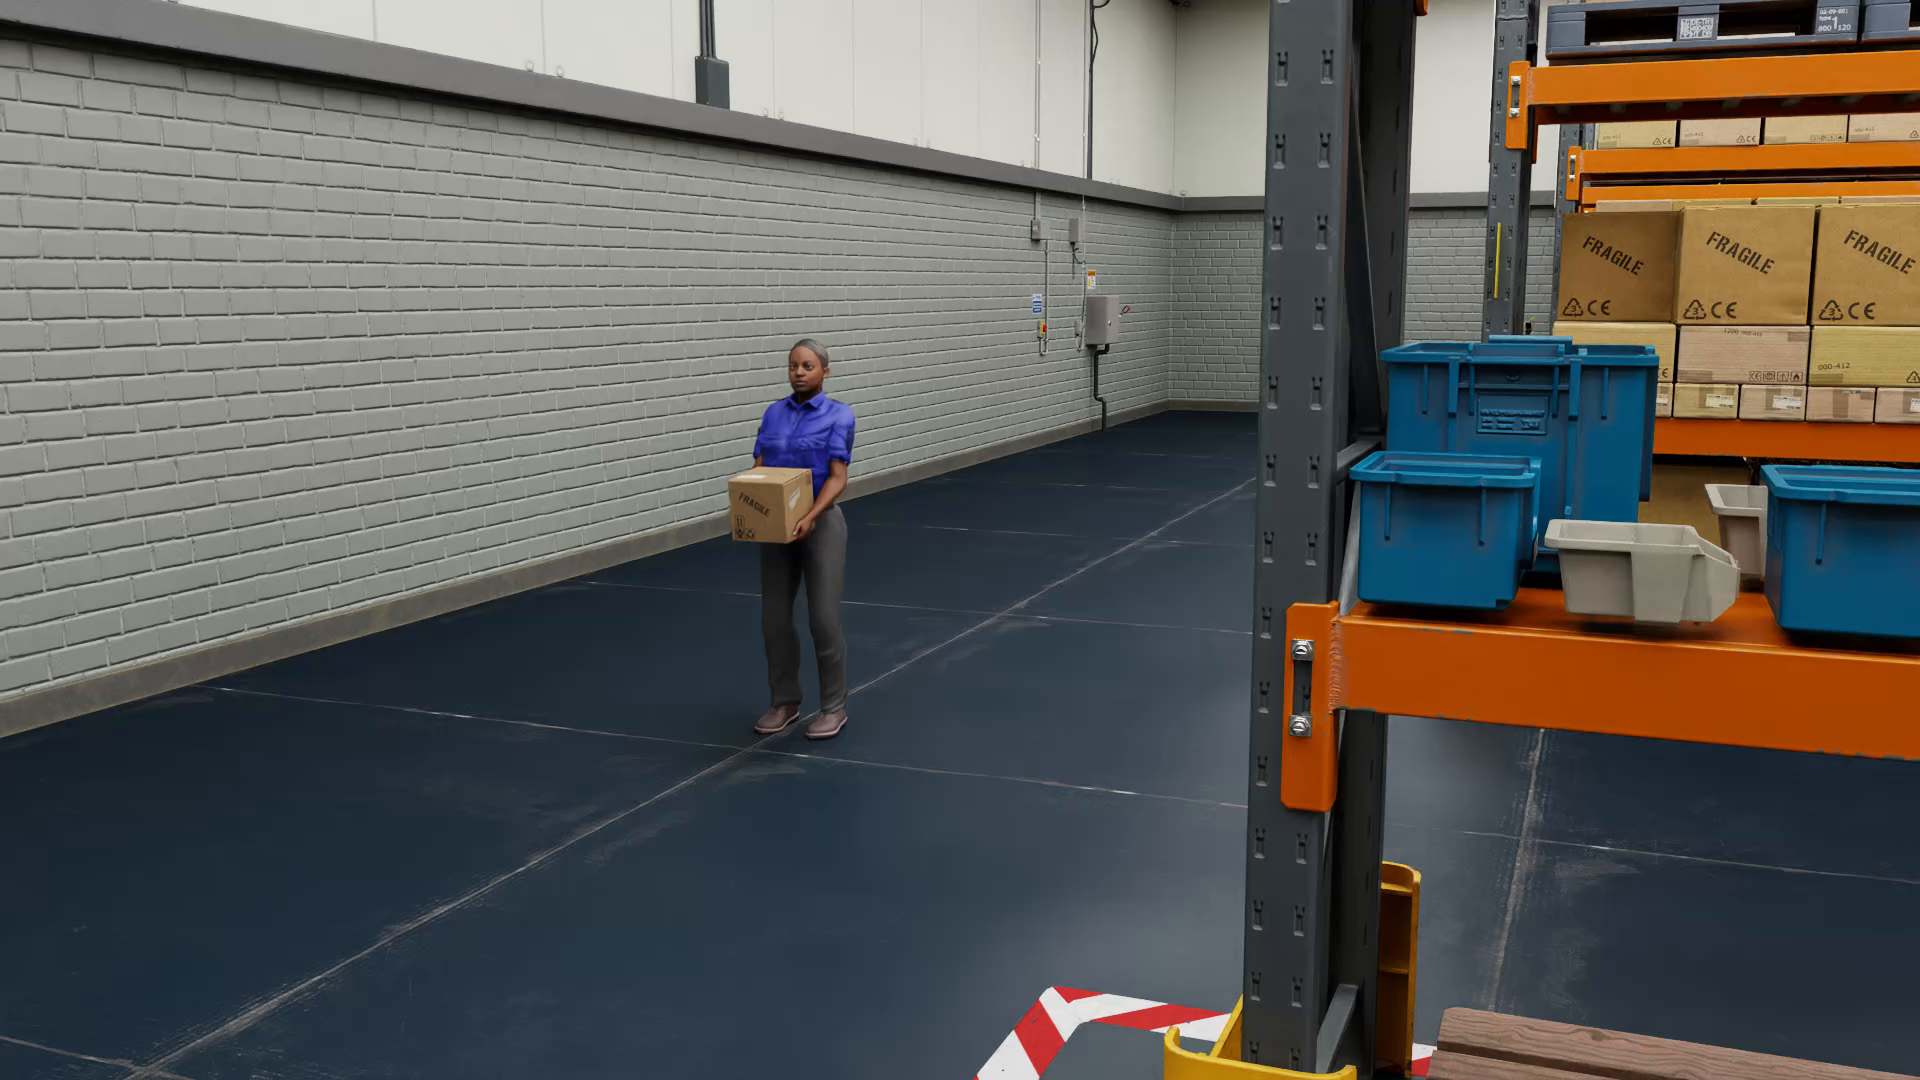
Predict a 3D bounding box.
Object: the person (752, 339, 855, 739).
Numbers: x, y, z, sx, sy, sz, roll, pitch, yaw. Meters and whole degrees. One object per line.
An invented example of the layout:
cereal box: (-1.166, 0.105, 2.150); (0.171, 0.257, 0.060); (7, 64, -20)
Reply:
person: (-0.692, 0.001, 6.899); (0.450, 1.654, 0.503); (4, 9, 22)
